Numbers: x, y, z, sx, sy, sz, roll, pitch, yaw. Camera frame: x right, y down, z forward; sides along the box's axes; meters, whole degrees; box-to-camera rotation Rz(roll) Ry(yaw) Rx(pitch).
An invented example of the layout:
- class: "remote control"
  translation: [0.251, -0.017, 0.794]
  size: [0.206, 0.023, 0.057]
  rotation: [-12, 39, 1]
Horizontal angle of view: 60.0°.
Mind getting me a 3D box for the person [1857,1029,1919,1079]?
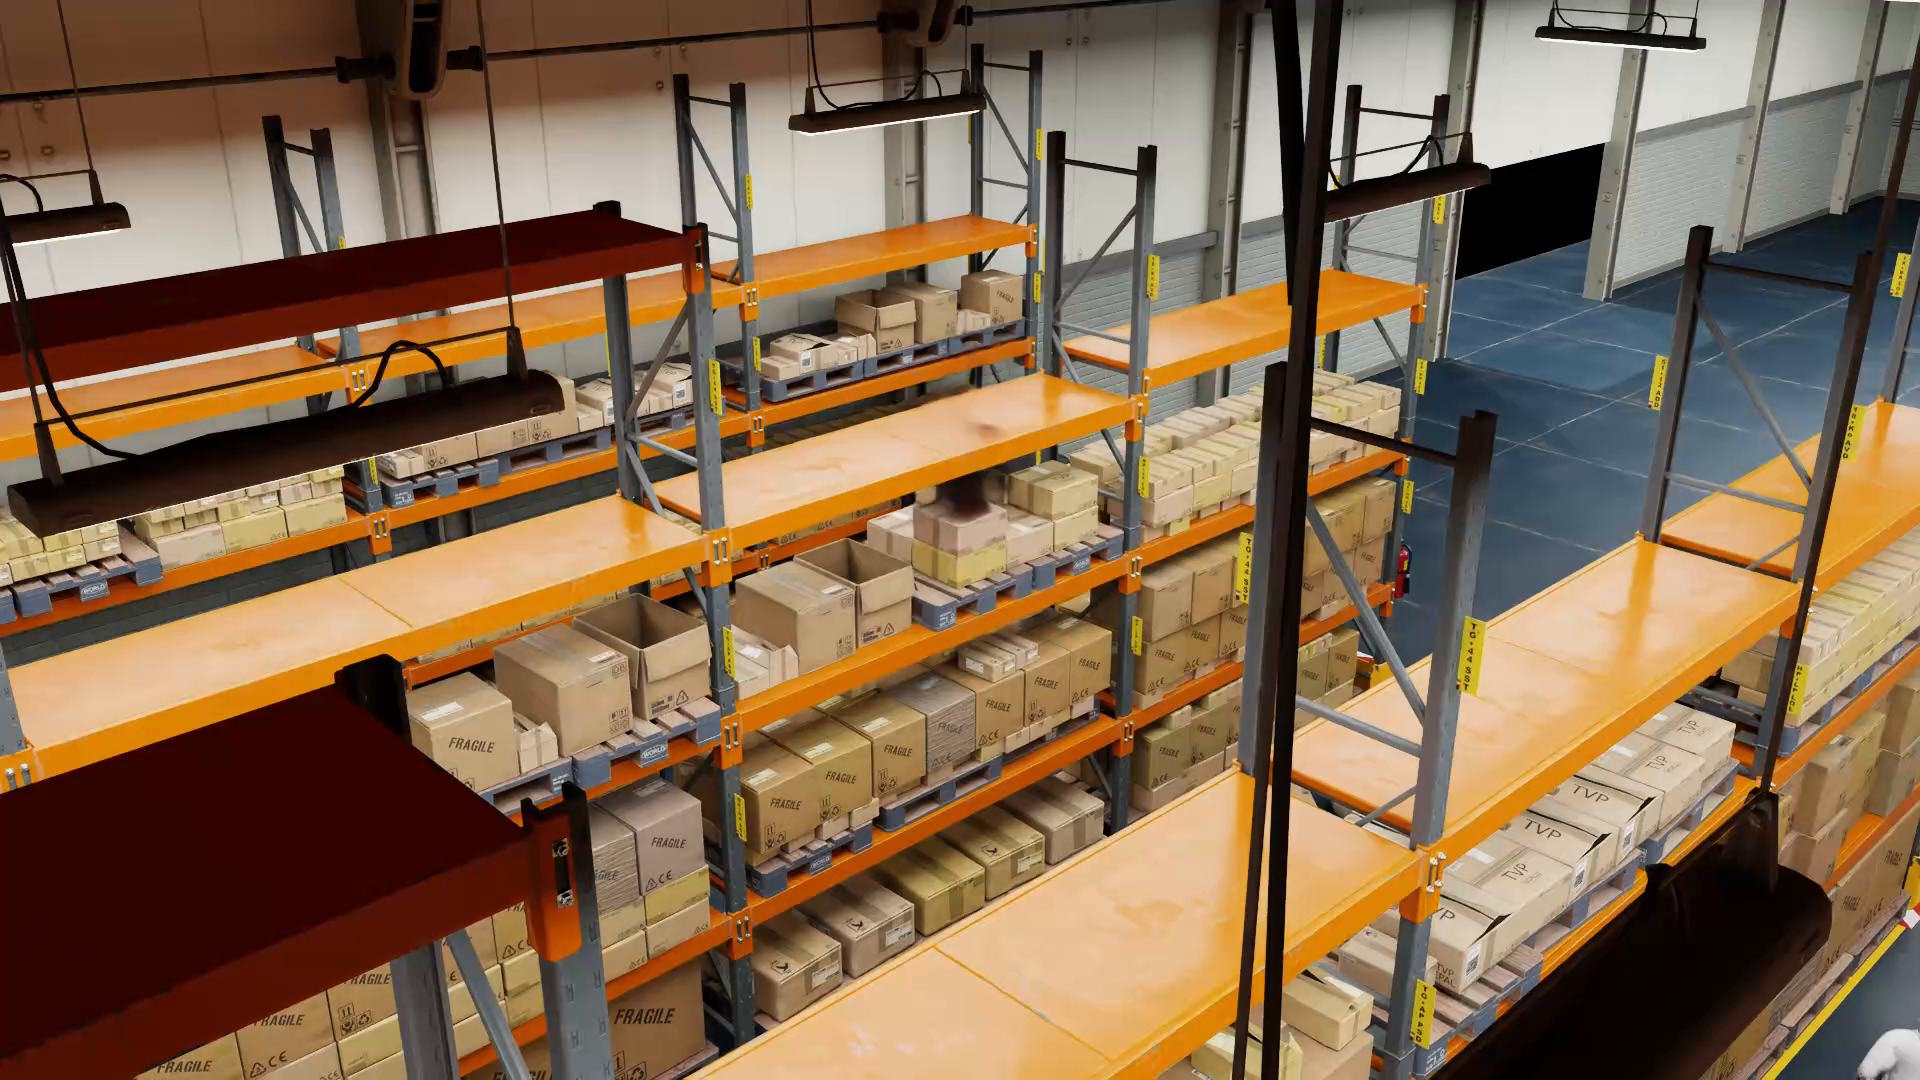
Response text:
- class: "person"
  translation: [5.765, 3.521, 10.052]
  size: [0.709, 1.737, 0.757]
  rotation: [14, 26, 30]
